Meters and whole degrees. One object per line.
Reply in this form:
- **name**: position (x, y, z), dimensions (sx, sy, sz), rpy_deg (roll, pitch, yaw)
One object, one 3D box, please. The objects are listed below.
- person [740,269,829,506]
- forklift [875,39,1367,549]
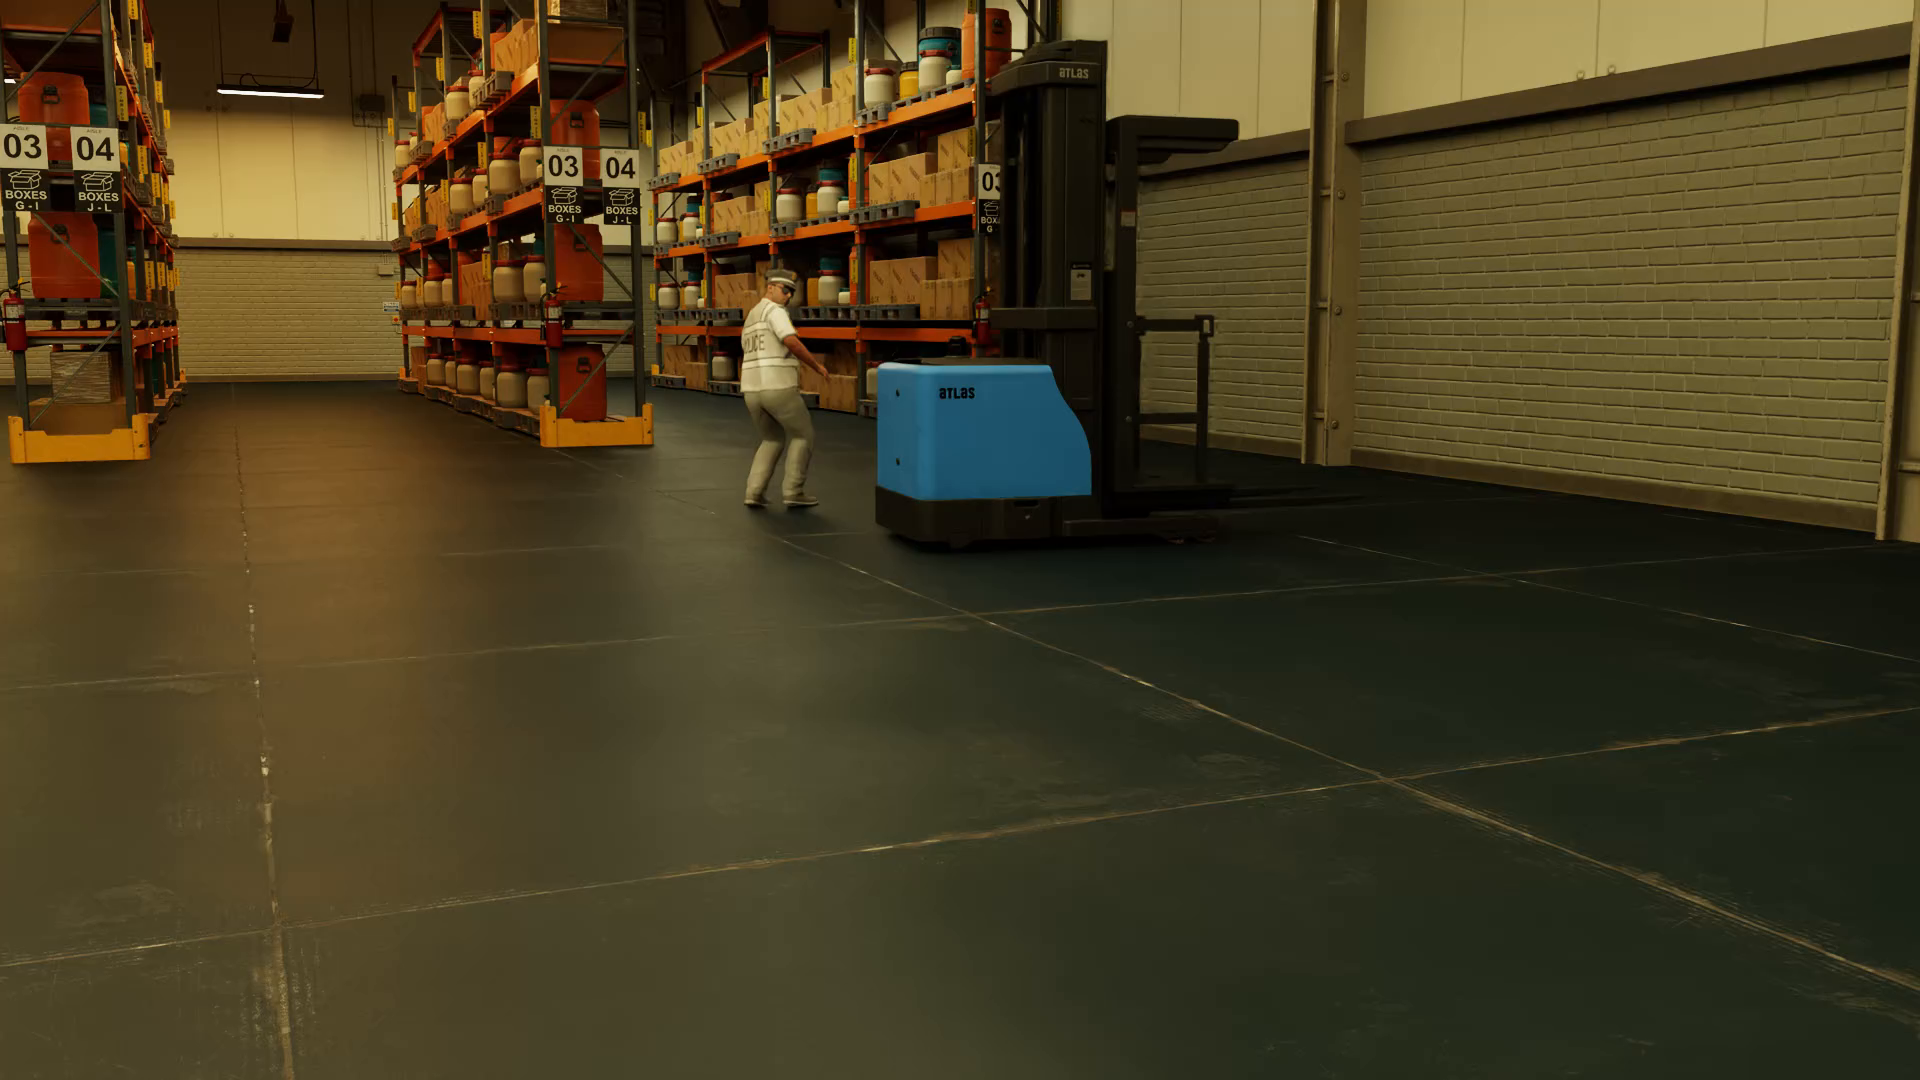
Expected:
- **person**: position (-1.289, -1.073, 11.936), dimensions (0.633, 1.717, 0.775), rpy_deg (-7, 10, -43)
- **forklift**: position (1.048, -1.492, 10.254), dimensions (3.031, 2.935, 1.130), rpy_deg (-2, 8, -18)
